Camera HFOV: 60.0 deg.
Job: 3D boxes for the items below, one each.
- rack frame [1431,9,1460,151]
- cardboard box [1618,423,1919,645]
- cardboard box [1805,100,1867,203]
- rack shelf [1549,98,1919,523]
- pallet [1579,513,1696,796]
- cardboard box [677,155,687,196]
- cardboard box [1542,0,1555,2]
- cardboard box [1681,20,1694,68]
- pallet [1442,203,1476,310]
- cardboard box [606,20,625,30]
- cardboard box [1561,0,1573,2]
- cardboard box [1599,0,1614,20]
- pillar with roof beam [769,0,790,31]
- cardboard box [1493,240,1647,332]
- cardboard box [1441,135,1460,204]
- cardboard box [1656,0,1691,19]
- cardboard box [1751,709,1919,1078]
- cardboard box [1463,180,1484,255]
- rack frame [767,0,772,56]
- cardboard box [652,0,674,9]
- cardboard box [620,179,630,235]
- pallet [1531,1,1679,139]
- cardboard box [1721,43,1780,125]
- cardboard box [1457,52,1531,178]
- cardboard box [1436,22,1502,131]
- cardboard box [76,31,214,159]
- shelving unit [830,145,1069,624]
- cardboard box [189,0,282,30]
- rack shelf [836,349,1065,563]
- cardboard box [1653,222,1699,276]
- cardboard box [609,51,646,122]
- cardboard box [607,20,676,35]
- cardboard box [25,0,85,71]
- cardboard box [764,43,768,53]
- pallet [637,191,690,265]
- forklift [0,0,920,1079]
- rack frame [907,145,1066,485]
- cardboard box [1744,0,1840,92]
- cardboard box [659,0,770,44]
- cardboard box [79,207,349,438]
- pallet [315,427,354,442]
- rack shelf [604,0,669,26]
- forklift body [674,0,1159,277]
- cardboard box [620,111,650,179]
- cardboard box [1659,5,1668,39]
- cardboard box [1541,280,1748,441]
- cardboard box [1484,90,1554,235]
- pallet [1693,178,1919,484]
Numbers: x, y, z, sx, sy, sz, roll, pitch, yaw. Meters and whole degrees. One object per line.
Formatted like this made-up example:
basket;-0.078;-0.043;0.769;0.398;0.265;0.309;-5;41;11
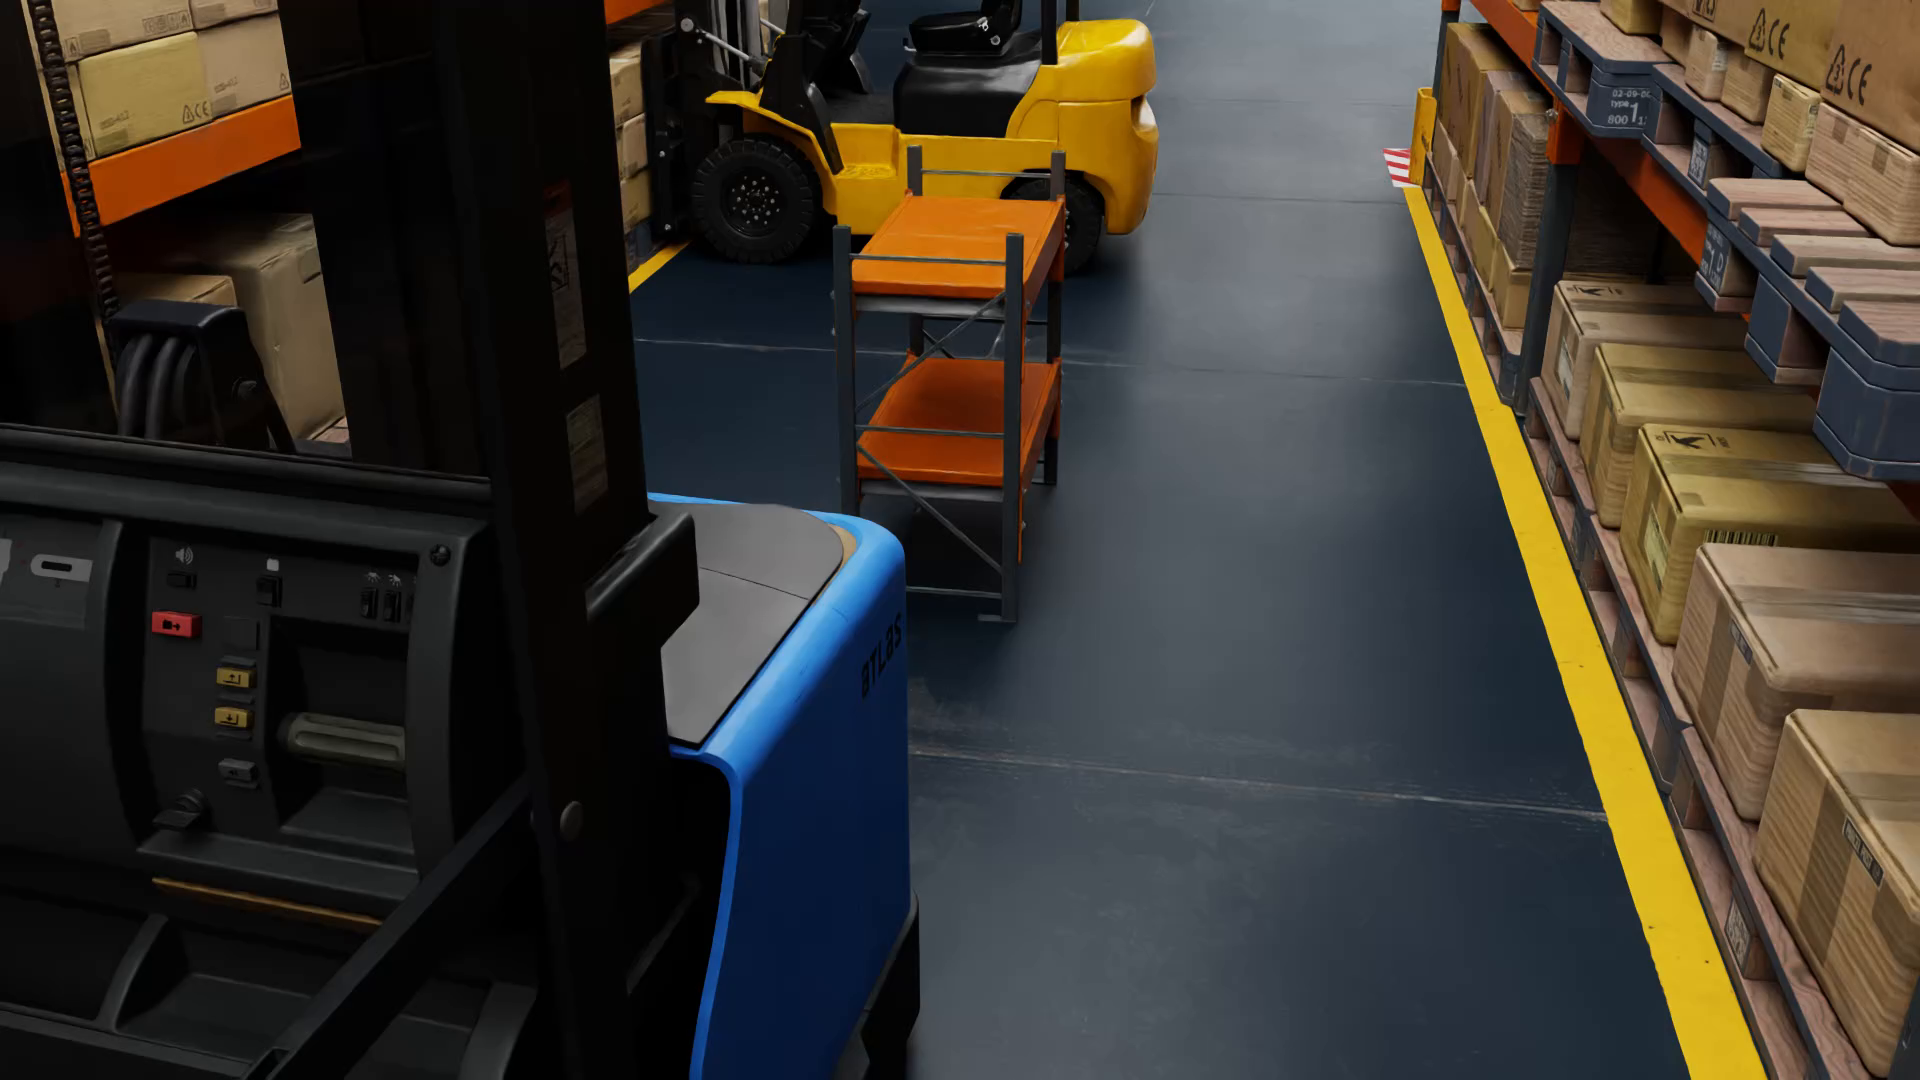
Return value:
rack frame;3.237;-3.475;9.136;1.000;3.000;0.127;4;25;9
cardboard box;2.274;0.009;4.297;0.950;0.372;0.625;5;26;10
cardboard box;1.770;-0.689;2.986;0.380;0.149;0.250;3;25;6
rack shelf;2.257;-0.640;3.927;1.077;0.370;4.000;4;25;9
pallet;2.261;0.298;4.364;1.003;0.211;1.213;4;25;9
cardboard box;-1.669;-1.909;8.539;0.500;0.250;0.500;5;26;10
cardboard box;2.369;-1.949;6.171;0.380;0.149;0.250;5;25;10
cardboard box;2.036;-1.234;4.148;0.380;0.149;0.250;4;25;9
pallet;2.856;-1.334;7.852;1.003;0.211;1.213;4;25;9
cardboard box;-2.096;-2.610;8.856;0.500;0.250;0.500;4;25;8
cardboard box;2.411;-2.185;5.912;0.500;0.500;0.500;3;25;7
cardboard box;2.182;-1.669;5.079;0.380;0.149;0.250;4;25;9
pillar with roof beam;2.565;-8.517;12.831;9.100;9.000;0.400;4;25;9
cardboard box;2.415;-1.013;6.624;0.500;0.250;0.500;5;26;11
cardboard box;2.742;-1.889;8.495;0.500;0.250;0.500;5;26;10
cardboard box;2.049;-1.581;4.125;0.500;0.500;0.500;4;25;8
cardboard box;2.032;0.635;2.959;0.950;0.372;0.625;2;25;5
cardboard box;2.580;-1.449;7.555;0.500;0.250;0.500;4;25;9
rack frame;-1.660;-3.818;9.867;1.000;3.000;0.127;4;25;9
cardboard box;-1.925;-3.027;9.748;0.500;0.250;0.500;4;25;8
cardboard box;-1.840;-1.482;7.627;0.500;0.250;0.500;3;25;7
pallet;2.315;-1.406;4.941;1.003;0.211;1.213;4;25;9
cardboard box;1.927;-1.013;3.676;0.380;0.149;0.250;3;25;7
cardboard box;2.658;-2.003;7.855;0.500;0.500;0.500;5;25;10
cardboard box;2.829;-2.431;8.770;0.500;0.500;0.500;3;25;7
cardboard box;-2.403;-1.215;4.485;0.500;0.250;0.500;5;26;10
shelving unit;-0.001;-0.507;5.005;0.538;1.125;1.048;4;25;9
cardboard box;-2.308;-1.651;4.826;0.500;0.250;0.500;5;25;10
rack shelf;-0.001;-0.285;5.109;0.538;0.278;1.000;4;25;9
cardboard box;2.946;-1.315;6.384;0.500;0.500;0.500;5;26;11
cardboard box;-1.762;-2.145;7.863;0.500;0.250;0.500;5;26;10
cardboard box;-1.578;-2.575;8.782;0.500;0.250;0.500;4;25;9
cardboard box;-2.468;-1.226;3.918;0.500;0.250;0.500;3;25;7
cardboard box;-1.431;-2.764;9.774;0.500;0.250;0.500;4;25;8
pallet;-1.946;-1.723;8.682;1.003;0.211;1.213;4;25;9
forklift;-0.958;0.157;1.457;1.130;2.935;3.031;7;26;14
rack frame;0.082;-0.719;5.460;0.500;1.125;0.032;4;25;9
cardboard box;1.885;-1.137;3.177;0.500;0.500;0.500;2;25;5
cardboard box;-1.428;-3.001;9.692;0.500;0.250;0.500;5;26;10
cardboard box;-2.522;-0.716;5.548;0.875;0.625;0.625;4;25;8
pallet;-2.593;-0.059;5.127;1.003;0.211;1.213;4;25;9
rack shelf;-1.987;-2.655;8.233;1.077;0.370;4.000;4;25;9
forklift body;-0.170;-2.514;8.083;2.313;2.155;1.214;4;25;9
cardboard box;-1.756;-1.917;7.966;0.500;0.250;0.500;4;25;8
cardboard box;2.161;-1.442;4.593;0.380;0.149;0.250;6;26;12
cardboard box;2.500;-0.583;5.561;0.950;0.372;0.625;4;25;9
cardboard box;2.497;-1.566;6.920;0.500;0.500;0.500;4;25;9
pallet;1.941;-0.348;2.681;1.213;0.211;1.003;4;25;9
